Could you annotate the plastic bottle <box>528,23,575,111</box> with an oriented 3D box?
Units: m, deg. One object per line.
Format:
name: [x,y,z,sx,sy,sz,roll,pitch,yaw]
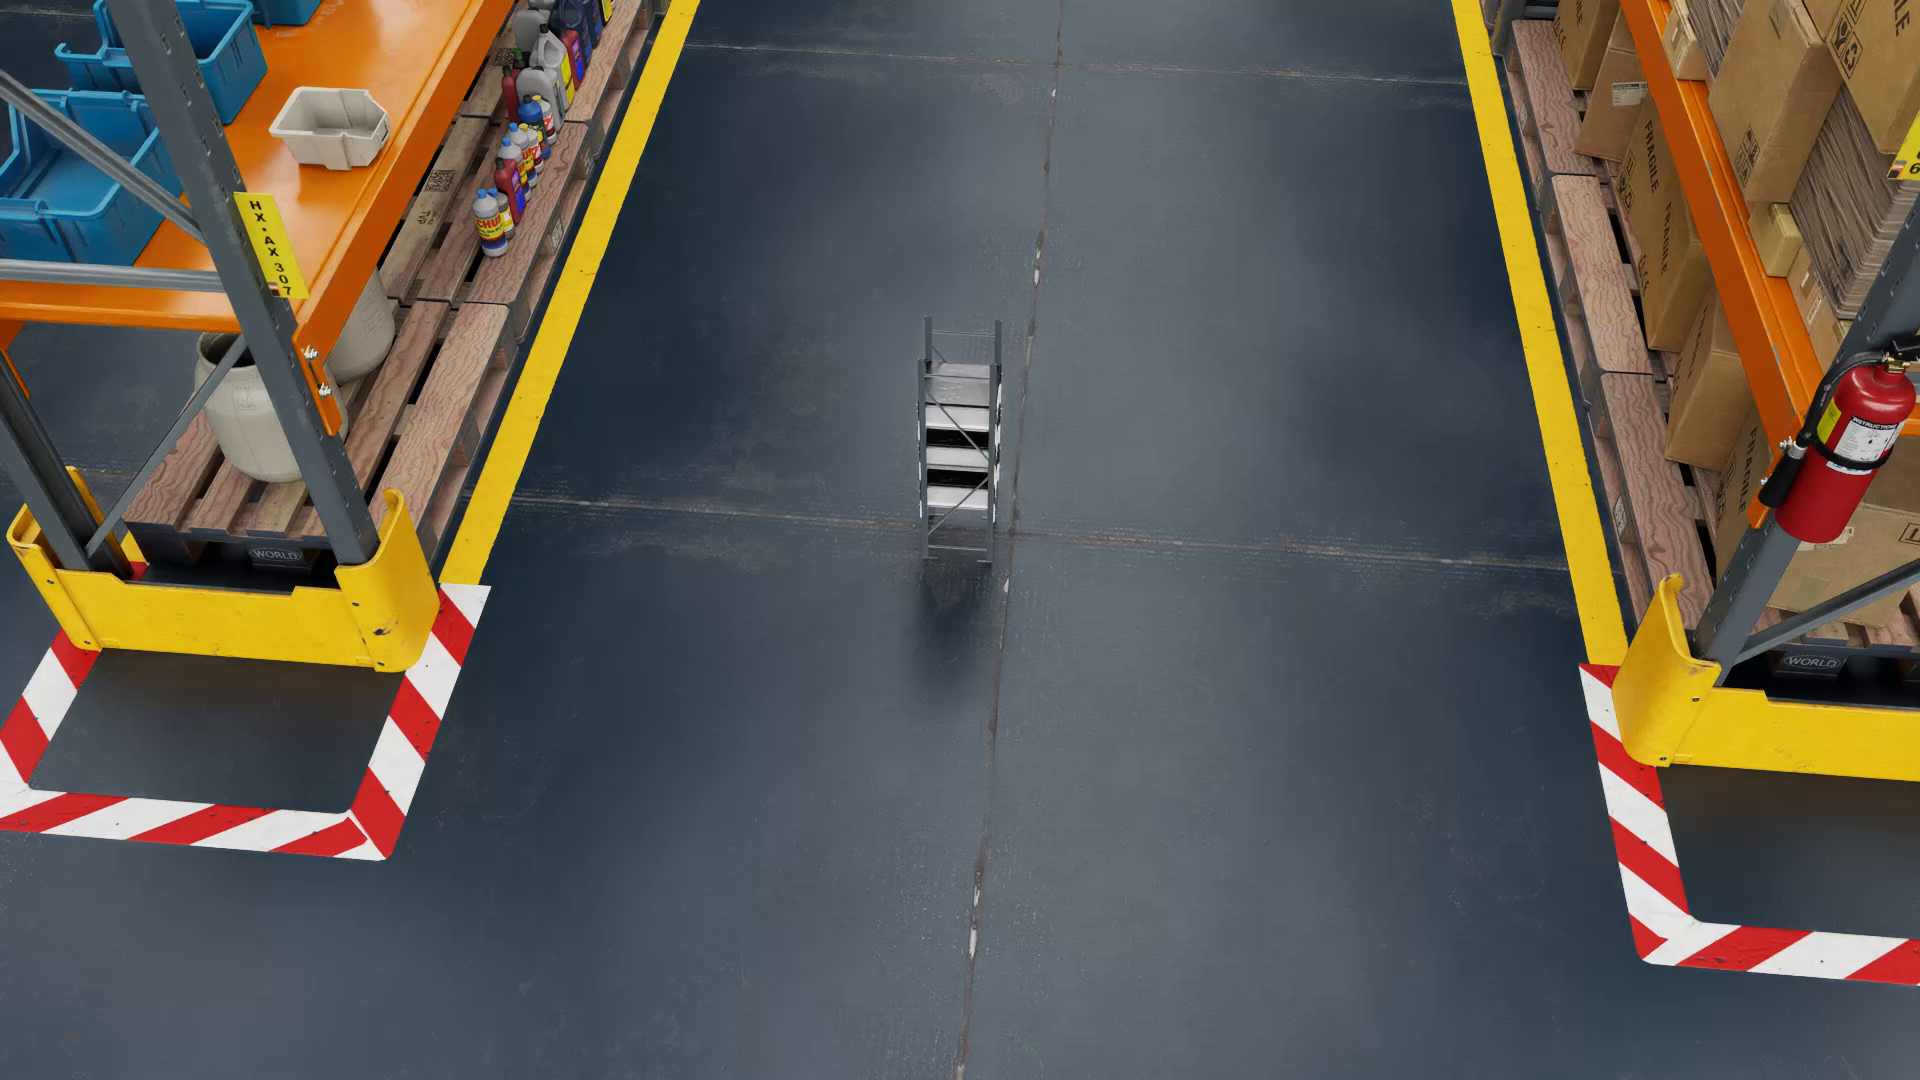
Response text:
plastic bottle: [-1.741,-2.012,7.054,0.144,0.351,0.185,4,48,3]

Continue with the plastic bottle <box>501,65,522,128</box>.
plastic bottle: [-1.866,-1.877,6.976,0.061,0.283,0.133,4,48,4]

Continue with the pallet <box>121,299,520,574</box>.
pallet: [-2.248,-0.403,5.976,1.003,0.211,1.213,4,48,4]

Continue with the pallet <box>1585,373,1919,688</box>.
pallet: [2.761,-0.065,5.667,1.003,0.211,1.213,4,48,4]

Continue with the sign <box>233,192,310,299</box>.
sign: [-1.740,-0.742,4.208,0.100,0.325,0.005,4,48,4]

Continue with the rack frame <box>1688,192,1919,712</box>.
rack frame: [2.645,-0.356,4.043,1.000,3.000,0.127,4,48,4]

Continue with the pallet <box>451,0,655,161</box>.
pallet: [-2.025,-2.196,7.616,1.003,0.211,1.213,4,48,4]

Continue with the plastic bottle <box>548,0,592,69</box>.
plastic bottle: [-1.712,-2.249,7.271,0.144,0.351,0.185,2,48,2]

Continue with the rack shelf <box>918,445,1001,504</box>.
rack shelf: [0.001,-0.226,5.514,0.258,0.077,0.200,4,48,4]

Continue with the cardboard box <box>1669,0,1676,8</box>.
cardboard box: [2.590,-1.783,5.518,0.380,0.149,0.250,4,48,4]

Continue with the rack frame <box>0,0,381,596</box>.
rack frame: [-2.287,-0.689,4.347,1.000,3.000,0.127,4,48,4]

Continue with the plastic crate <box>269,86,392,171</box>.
plastic crate: [-1.885,-1.236,5.026,0.298,0.136,0.250,4,48,4]

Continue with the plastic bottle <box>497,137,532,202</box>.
plastic bottle: [-1.780,-1.480,6.621,0.097,0.271,0.097,0,48,0]

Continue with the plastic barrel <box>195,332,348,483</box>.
plastic barrel: [-2.303,-0.480,5.557,0.421,0.512,0.421,0,48,0]

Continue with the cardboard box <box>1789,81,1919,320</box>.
cardboard box: [2.723,-0.892,4.264,0.875,0.500,0.500,4,48,4]

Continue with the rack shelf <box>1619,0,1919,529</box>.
rack shelf: [2.827,-1.583,5.652,1.077,0.370,4.000,4,48,4]

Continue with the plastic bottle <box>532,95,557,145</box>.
plastic bottle: [-1.744,-1.754,6.919,0.097,0.201,0.097,0,48,0]

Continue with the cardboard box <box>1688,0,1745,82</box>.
cardboard box: [2.737,-1.632,4.941,0.875,0.500,0.500,4,48,4]

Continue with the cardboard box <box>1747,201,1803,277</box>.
cardboard box: [2.460,-0.865,4.679,0.380,0.149,0.250,4,48,4]

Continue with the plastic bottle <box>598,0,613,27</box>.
plastic bottle: [-1.638,-2.484,7.532,0.061,0.283,0.133,6,48,5]

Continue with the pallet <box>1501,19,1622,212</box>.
pallet: [2.984,-1.858,7.306,1.003,0.211,1.213,4,48,4]

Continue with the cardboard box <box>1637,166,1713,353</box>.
cardboard box: [2.815,-1.012,6.052,0.500,0.500,0.500,8,48,7]

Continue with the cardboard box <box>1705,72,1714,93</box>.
cardboard box: [2.563,-1.414,5.181,0.380,0.149,0.250,4,48,4]

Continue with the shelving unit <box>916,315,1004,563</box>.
shelving unit: [0.001,-0.310,5.423,0.258,0.900,0.210,4,48,4]

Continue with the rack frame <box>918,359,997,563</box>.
rack frame: [-0.009,-0.235,5.355,0.240,0.900,0.006,4,48,4]

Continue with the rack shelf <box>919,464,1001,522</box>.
rack shelf: [0.001,-0.166,5.581,0.258,0.077,0.200,4,48,4]

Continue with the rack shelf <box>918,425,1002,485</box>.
rack shelf: [0.001,-0.287,5.448,0.258,0.077,0.200,4,48,4]

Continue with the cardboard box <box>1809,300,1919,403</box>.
cardboard box: [2.465,-0.494,4.340,0.380,0.149,0.250,4,48,4]

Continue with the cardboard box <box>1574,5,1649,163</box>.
cardboard box: [2.889,-1.881,6.847,0.500,0.500,0.500,18,50,16]

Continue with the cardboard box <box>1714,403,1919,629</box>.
cardboard box: [2.719,-0.112,5.229,0.500,0.500,0.500,12,49,11]

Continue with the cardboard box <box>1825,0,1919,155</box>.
cardboard box: [2.449,-1.248,3.912,0.500,0.500,0.500,4,48,4]

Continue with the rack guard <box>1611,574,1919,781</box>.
rack guard: [2.652,0.432,5.016,1.175,0.500,0.348,4,48,4]

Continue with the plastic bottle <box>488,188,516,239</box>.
plastic bottle: [-1.802,-1.280,6.487,0.097,0.201,0.097,0,48,0]

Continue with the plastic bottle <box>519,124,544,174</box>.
plastic bottle: [-1.762,-1.602,6.781,0.097,0.201,0.097,0,48,0]

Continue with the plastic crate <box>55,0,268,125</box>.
plastic crate: [-2.475,-1.503,5.193,0.499,0.251,0.408,4,48,4]

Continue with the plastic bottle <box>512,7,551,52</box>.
plastic bottle: [-1.862,-2.215,7.291,0.152,0.276,0.135,4,48,4]
